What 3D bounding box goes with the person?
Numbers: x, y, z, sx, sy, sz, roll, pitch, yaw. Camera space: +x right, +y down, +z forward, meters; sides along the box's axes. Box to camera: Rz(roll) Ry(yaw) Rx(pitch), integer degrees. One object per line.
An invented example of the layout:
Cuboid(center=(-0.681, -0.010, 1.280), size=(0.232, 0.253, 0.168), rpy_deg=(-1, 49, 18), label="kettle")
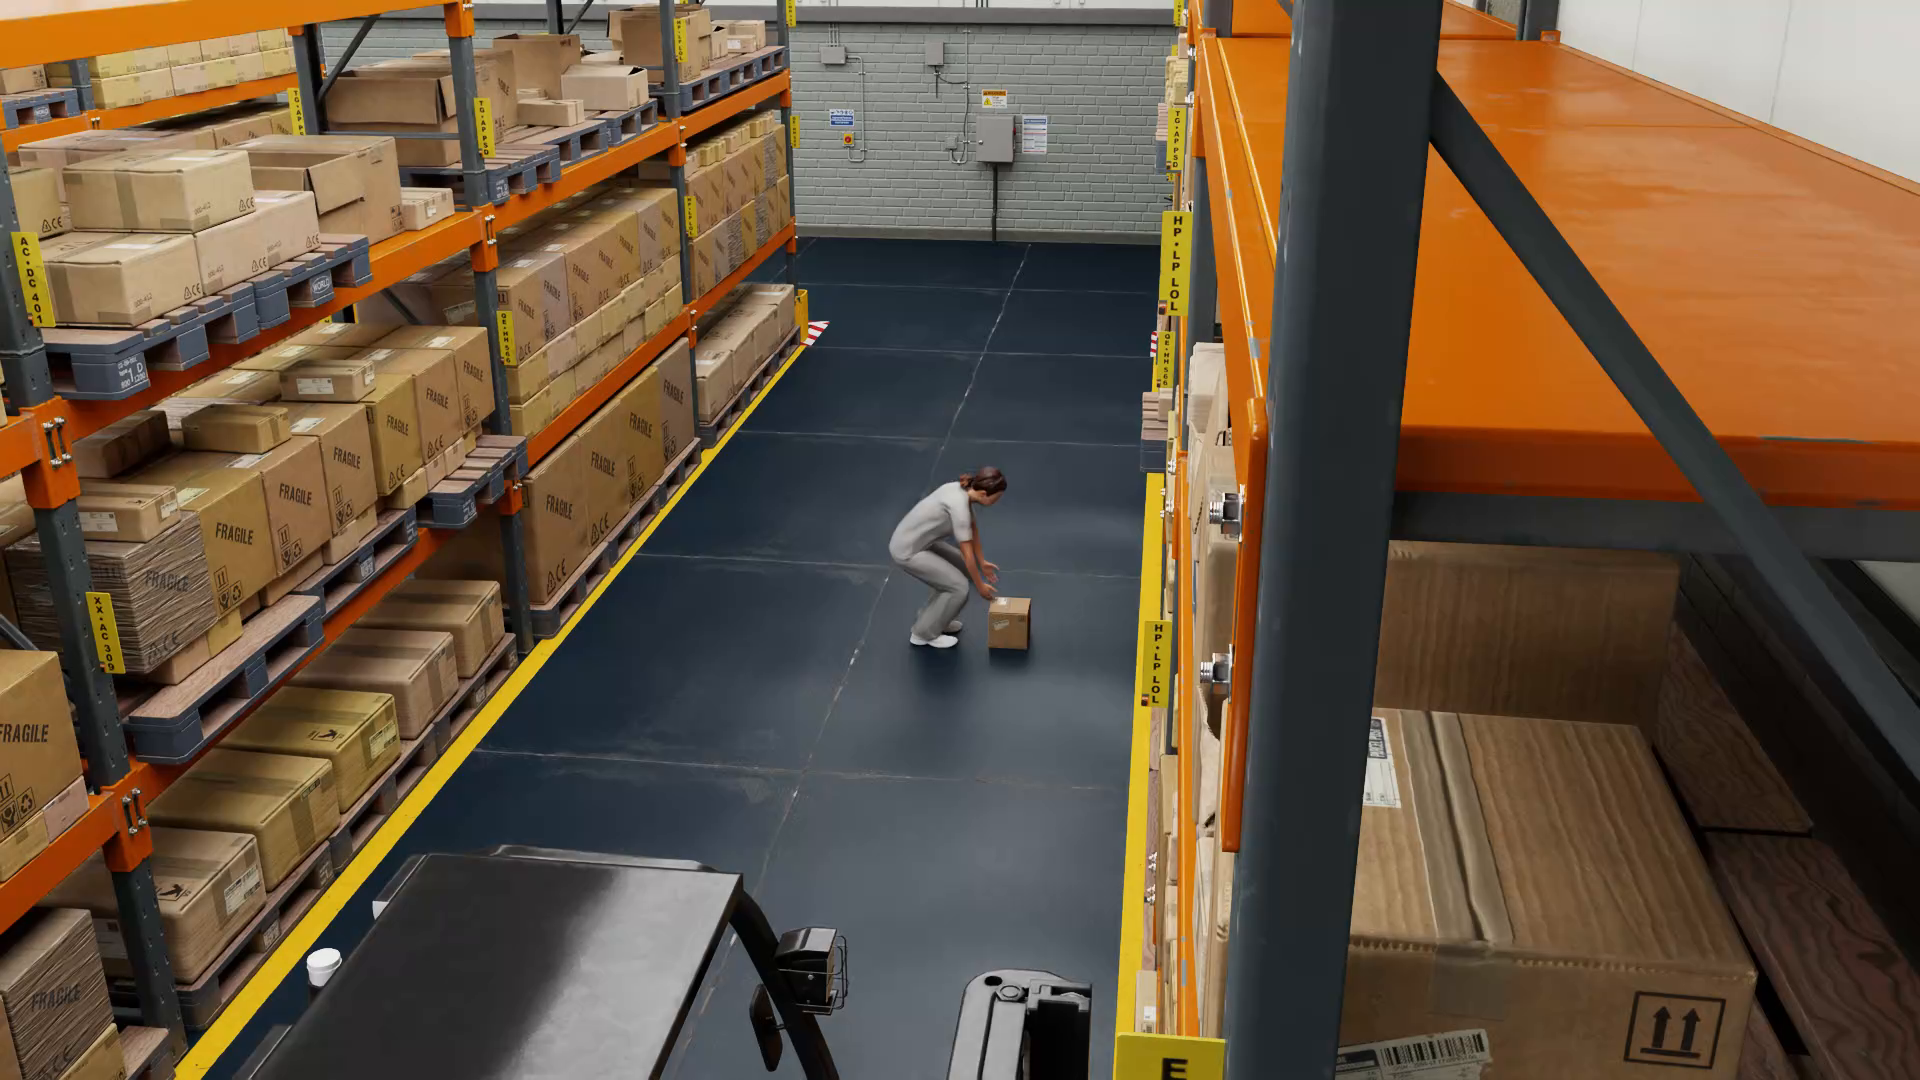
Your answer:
Cuboid(center=(-0.073, 0.081, 10.594), size=(0.740, 1.158, 0.496), rpy_deg=(2, 21, 6), label="person")
